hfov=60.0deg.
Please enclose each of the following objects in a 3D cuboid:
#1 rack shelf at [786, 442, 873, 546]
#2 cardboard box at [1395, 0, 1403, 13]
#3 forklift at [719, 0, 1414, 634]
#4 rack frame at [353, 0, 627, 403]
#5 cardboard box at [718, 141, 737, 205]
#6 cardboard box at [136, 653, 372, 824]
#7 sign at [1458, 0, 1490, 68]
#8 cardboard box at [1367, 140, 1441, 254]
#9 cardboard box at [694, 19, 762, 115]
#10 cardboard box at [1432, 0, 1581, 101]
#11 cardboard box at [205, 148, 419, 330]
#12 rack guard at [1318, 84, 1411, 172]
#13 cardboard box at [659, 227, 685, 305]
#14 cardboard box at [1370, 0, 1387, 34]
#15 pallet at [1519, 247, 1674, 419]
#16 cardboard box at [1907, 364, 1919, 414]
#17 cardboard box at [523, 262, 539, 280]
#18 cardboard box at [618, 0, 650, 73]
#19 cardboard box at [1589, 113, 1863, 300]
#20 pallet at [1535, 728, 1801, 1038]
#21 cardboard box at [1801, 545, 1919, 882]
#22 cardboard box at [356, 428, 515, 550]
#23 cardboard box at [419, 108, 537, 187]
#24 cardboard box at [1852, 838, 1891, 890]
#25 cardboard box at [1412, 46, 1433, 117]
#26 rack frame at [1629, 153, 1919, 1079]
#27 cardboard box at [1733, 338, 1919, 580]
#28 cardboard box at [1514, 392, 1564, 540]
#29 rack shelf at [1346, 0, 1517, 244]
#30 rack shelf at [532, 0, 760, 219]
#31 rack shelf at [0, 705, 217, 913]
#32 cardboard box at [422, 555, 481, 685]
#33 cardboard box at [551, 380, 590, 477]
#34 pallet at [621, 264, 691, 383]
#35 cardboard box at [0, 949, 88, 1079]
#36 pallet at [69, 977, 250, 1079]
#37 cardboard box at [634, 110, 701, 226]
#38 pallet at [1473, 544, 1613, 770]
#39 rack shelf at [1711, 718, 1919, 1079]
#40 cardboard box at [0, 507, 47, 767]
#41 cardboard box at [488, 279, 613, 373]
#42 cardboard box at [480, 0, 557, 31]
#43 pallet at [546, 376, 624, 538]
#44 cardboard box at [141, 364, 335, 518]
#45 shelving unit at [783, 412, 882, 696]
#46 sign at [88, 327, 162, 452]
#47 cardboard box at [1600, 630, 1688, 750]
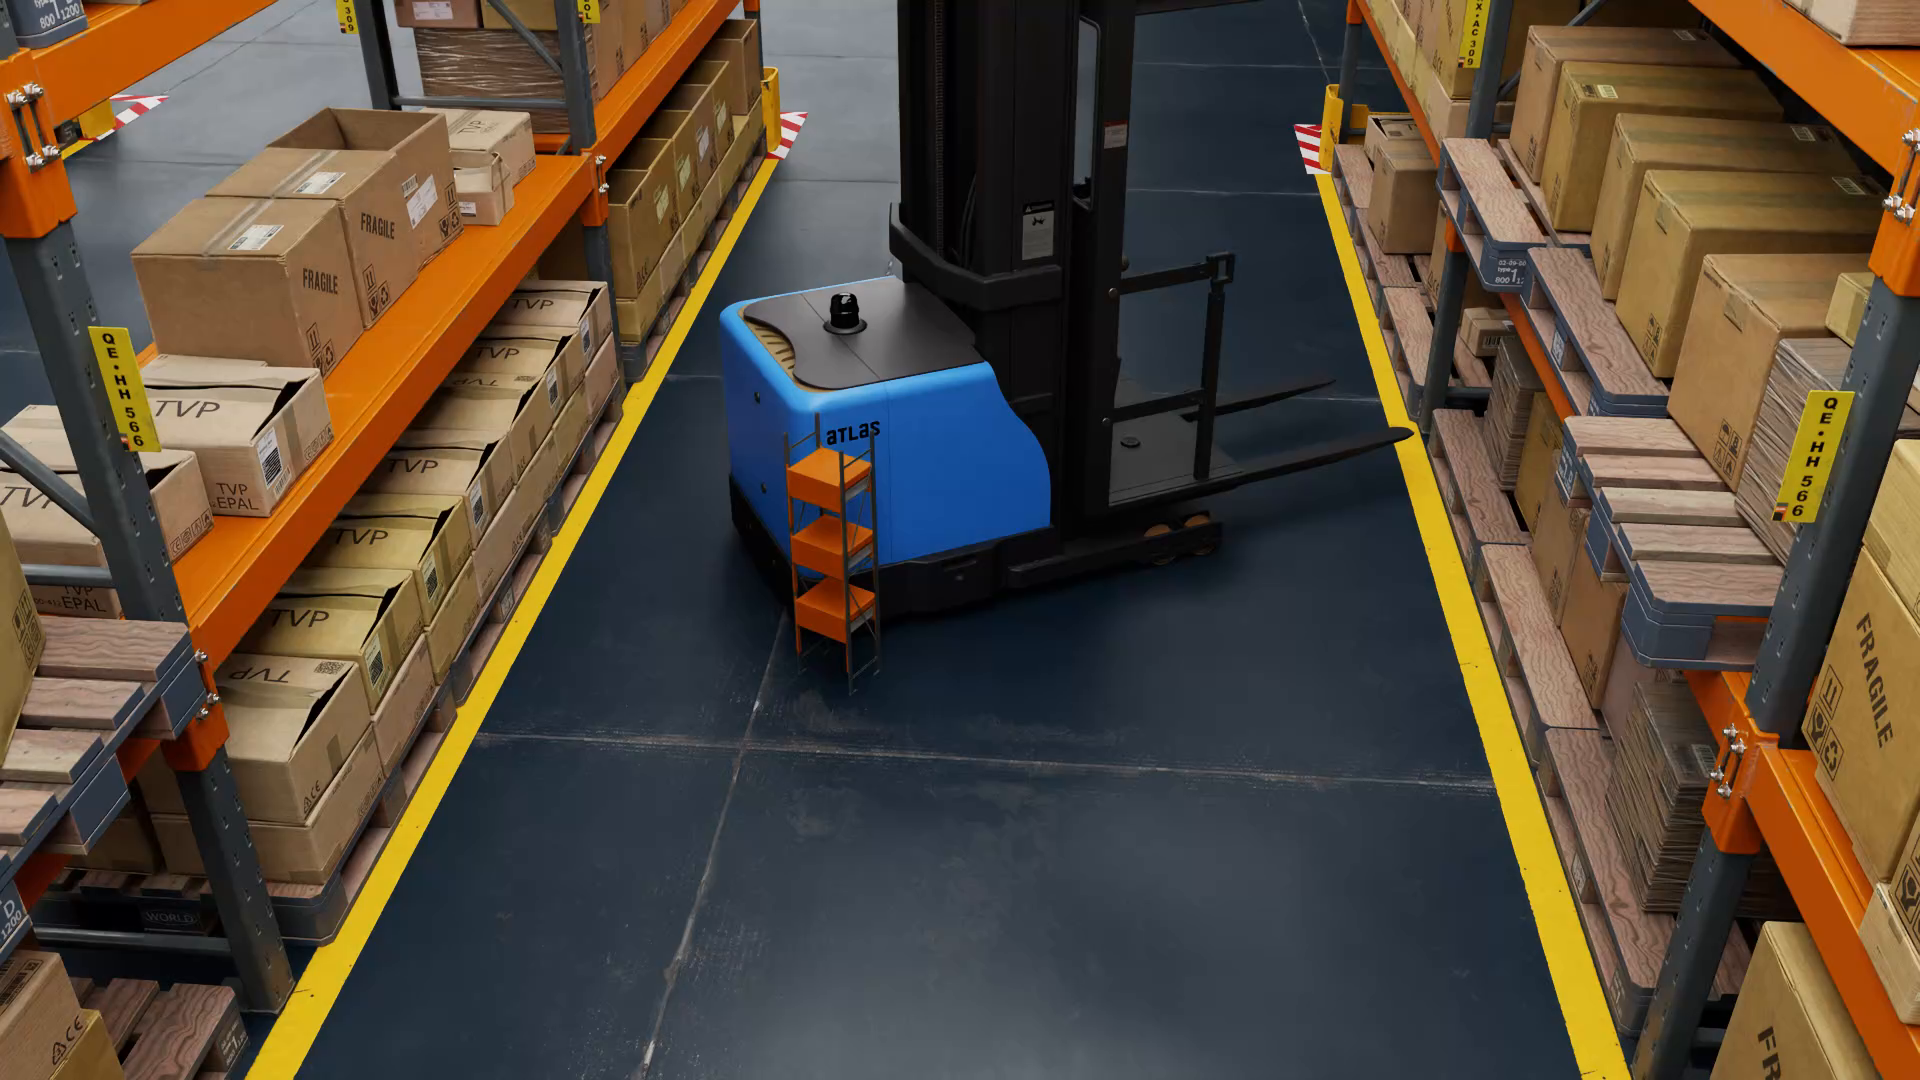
[{"bbox_3d":[-0.464,-0.168,6.002,0.240,0.259,0.215,19,36,28],"label":"rack shelf"},{"bbox_3d":[2.602,-3.115,8.854,0.500,0.500,0.500,3,32,6],"label":"cardboard box"},{"bbox_3d":[0.569,-1.382,6.699,3.031,2.935,1.130,-13,34,-20],"label":"forklift"},{"bbox_3d":[-2.194,-2.004,7.643,1.000,3.000,0.127,2,32,4],"label":"rack frame"},{"bbox_3d":[-1.685,-2.287,10.323,0.500,0.250,0.500,2,32,4],"label":"cardboard box"},{"bbox_3d":[-2.184,0.579,5.137,0.500,0.311,0.500,3,32,6],"label":"cardboard box"},{"bbox_3d":[2.202,-2.182,7.106,0.100,0.325,0.005,2,32,4],"label":"sign"},{"bbox_3d":[2.767,-1.971,9.553,0.700,0.500,0.500,1,32,1],"label":"cardboard box"},{"bbox_3d":[-1.615,-3.130,10.975,0.500,0.500,0.500,2,32,4],"label":"cardboard box"},{"bbox_3d":[2.474,-2.319,7.562,0.500,0.500,0.500,2,32,4],"label":"cardboard box"},{"bbox_3d":[-2.356,-1.108,6.094,0.500,0.500,0.500,3,32,4],"label":"cardboard box"},{"bbox_3d":[3.063,-2.782,11.288,1.175,0.500,0.348,2,32,4],"label":"rack guard"},{"bbox_3d":[-1.808,-1.503,9.050,0.500,0.250,0.500,2,32,4],"label":"cardboard box"},{"bbox_3d":[2.638,-3.051,9.465,0.500,0.250,0.500,2,32,3],"label":"cardboard box"},{"bbox_3d":[2.538,-0.658,5.641,1.003,0.211,1.213,2,32,4],"label":"pallet"},{"bbox_3d":[2.416,-0.390,3.891,0.380,0.149,0.250,-2,32,-2],"label":"cardboard box"},{"bbox_3d":[-2.374,-1.264,8.662,0.500,0.250,0.500,2,32,4],"label":"cardboard box"},{"bbox_3d":[-2.083,-2.817,8.867,0.700,0.500,0.500,3,32,5],"label":"cardboard box"},{"bbox_3d":[2.593,-1.122,5.697,0.700,0.500,0.500,7,32,11],"label":"cardboard box"},{"bbox_3d":[2.483,1.076,5.303,1.003,0.211,1.213,2,32,4],"label":"pallet"},{"bbox_3d":[2.123,0.363,3.404,0.500,0.500,0.500,3,32,5],"label":"cardboard box"},{"bbox_3d":[-2.065,-0.231,6.452,0.500,0.311,0.500,2,32,3],"label":"cardboard box"},{"bbox_3d":[-2.190,-1.681,7.261,0.500,0.250,0.500,4,32,7],"label":"cardboard box"},{"bbox_3d":[2.131,0.689,3.493,0.380,0.149,0.250,3,32,5],"label":"cardboard box"},{"bbox_3d":[2.529,-2.260,8.182,0.500,0.250,0.500,3,32,4],"label":"cardboard box"},{"bbox_3d":[2.418,0.297,3.908,1.000,3.000,0.127,2,32,4],"label":"rack frame"},{"bbox_3d":[2.446,-0.179,4.166,0.700,0.500,0.500,-1,32,-2],"label":"cardboard box"},{"bbox_3d":[2.708,-0.259,6.775,0.700,0.500,0.500,2,32,3],"label":"cardboard box"},{"bbox_3d":[2.907,-2.534,9.188,1.077,0.370,4.000,2,32,4],"label":"rack shelf"},{"bbox_3d":[-2.031,-2.743,9.528,1.077,0.370,4.000,2,32,4],"label":"rack shelf"},{"bbox_3d":[-2.682,1.440,2.740,1.077,0.370,4.000,2,32,4],"label":"rack shelf"},{"bbox_3d":[-2.108,0.283,6.152,0.500,0.250,0.500,2,32,3],"label":"cardboard box"},{"bbox_3d":[-1.982,-0.518,7.453,0.500,0.250,0.500,2,32,3],"label":"cardboard box"},{"bbox_3d":[-2.087,-1.231,9.046,1.003,0.211,1.213,2,32,4],"label":"pallet"},{"bbox_3d":[-2.362,1.174,3.734,0.500,0.250,0.500,4,32,6],"label":"cardboard box"},{"bbox_3d":[-2.618,1.664,4.349,1.003,0.211,1.213,2,32,4],"label":"pallet"},{"bbox_3d":[-1.763,-2.083,9.277,0.500,0.500,0.500,2,32,4],"label":"cardboard box"},{"bbox_3d":[2.585,0.440,6.335,1.003,0.211,1.213,2,32,4],"label":"pallet"},{"bbox_3d":[2.255,1.649,2.400,1.077,0.370,4.000,2,32,4],"label":"rack shelf"},{"bbox_3d":[-2.458,0.201,3.570,0.700,0.500,0.500,-8,33,-13],"label":"cardboard box"},{"bbox_3d":[-1.941,-1.027,7.743,0.500,0.311,0.500,2,32,4],"label":"cardboard box"},{"bbox_3d":[-1.979,-2.455,7.661,0.380,0.149,0.250,2,32,4],"label":"cardboard box"},{"bbox_3d":[-2.215,-0.430,7.746,1.003,0.211,1.213,2,32,4],"label":"pallet"},{"bbox_3d":[-2.254,-0.334,5.017,0.500,0.311,0.500,2,32,3],"label":"cardboard box"},{"bbox_3d":[-0.464,0.064,6.145,0.252,1.050,0.215,19,36,28],"label":"shelving unit"},{"bbox_3d":[-1.978,-0.353,3.936,0.100,0.325,0.005,2,32,4],"label":"sign"},{"bbox_3d":[2.583,0.531,5.492,0.700,0.500,0.500,2,32,4],"label":"cardboard box"}]
